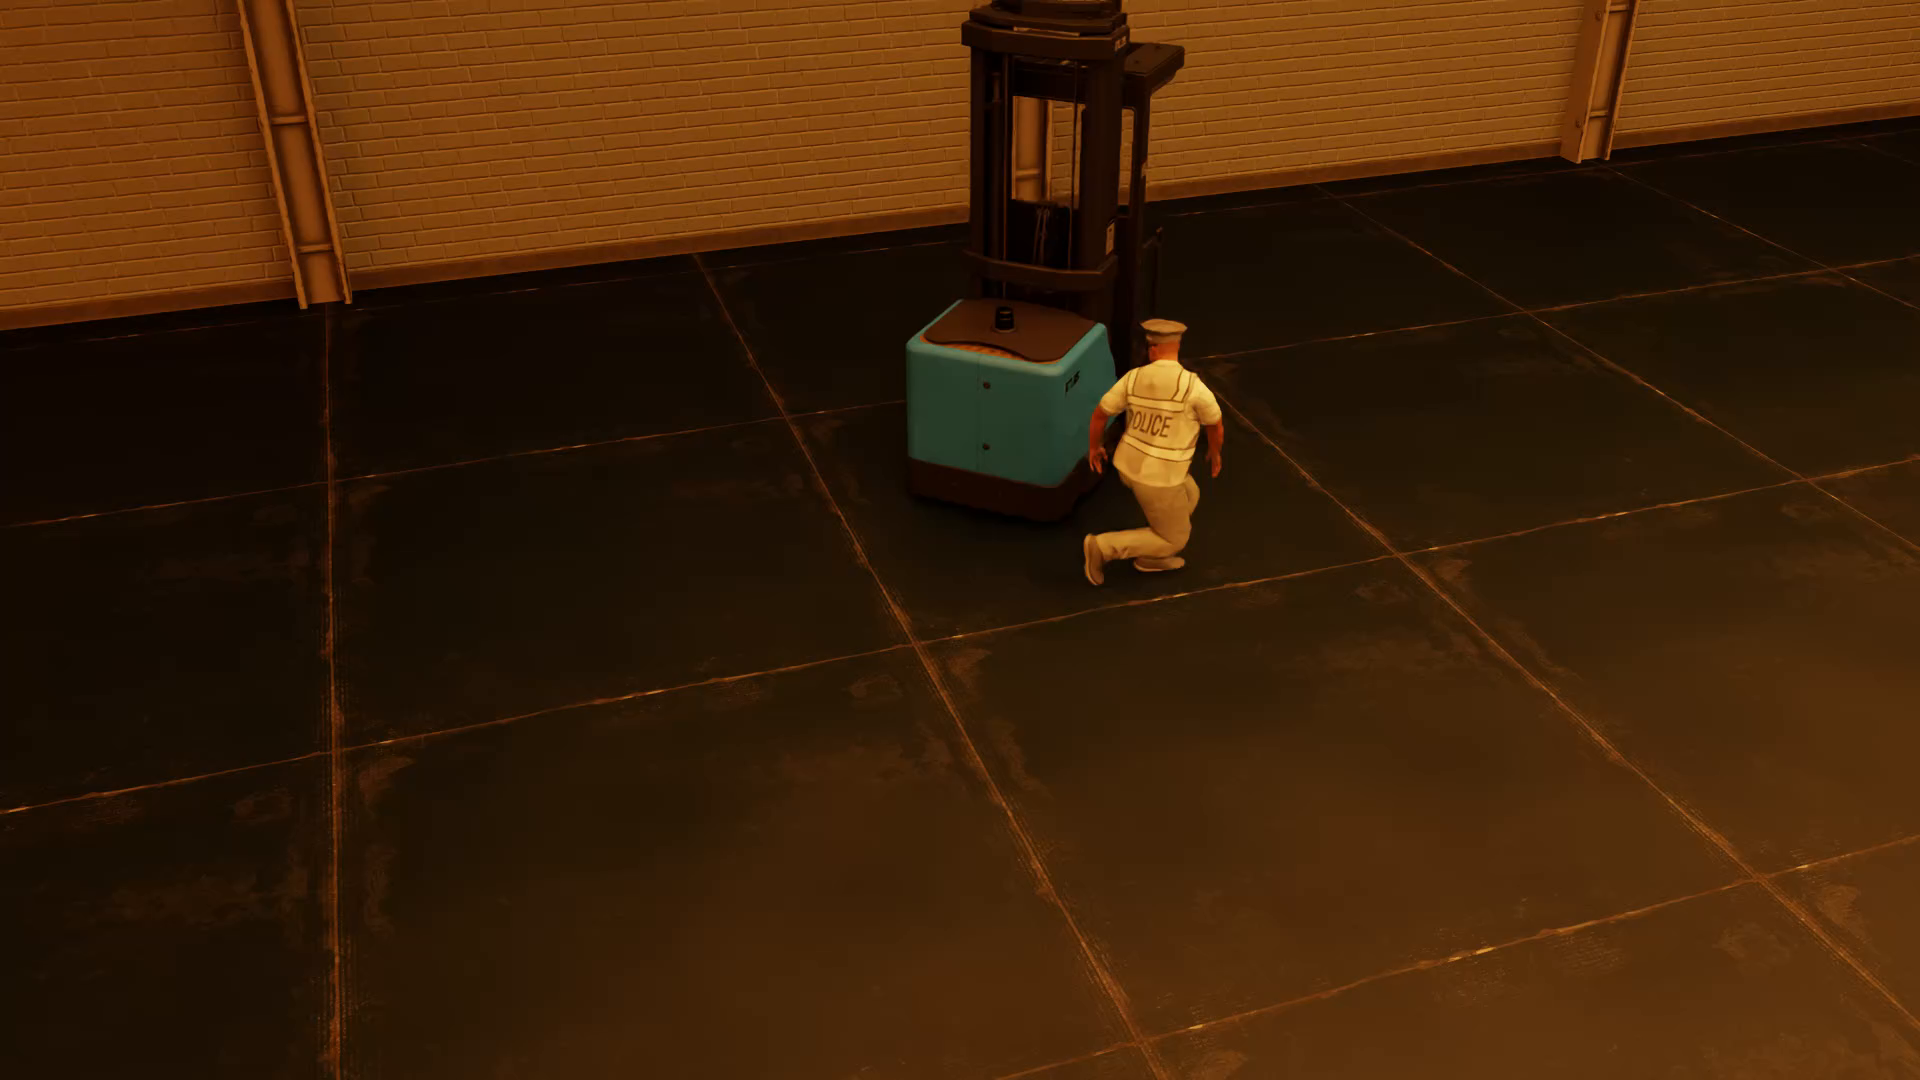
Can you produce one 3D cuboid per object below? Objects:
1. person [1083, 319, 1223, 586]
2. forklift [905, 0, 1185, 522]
[{"bbox_3d":[1.046,-0.472,9.367,0.830,1.531,0.654,-16,33,-25],"label":"person"},{"bbox_3d":[0.732,-2.093,10.725,1.130,2.935,3.031,13,32,21],"label":"forklift"}]
